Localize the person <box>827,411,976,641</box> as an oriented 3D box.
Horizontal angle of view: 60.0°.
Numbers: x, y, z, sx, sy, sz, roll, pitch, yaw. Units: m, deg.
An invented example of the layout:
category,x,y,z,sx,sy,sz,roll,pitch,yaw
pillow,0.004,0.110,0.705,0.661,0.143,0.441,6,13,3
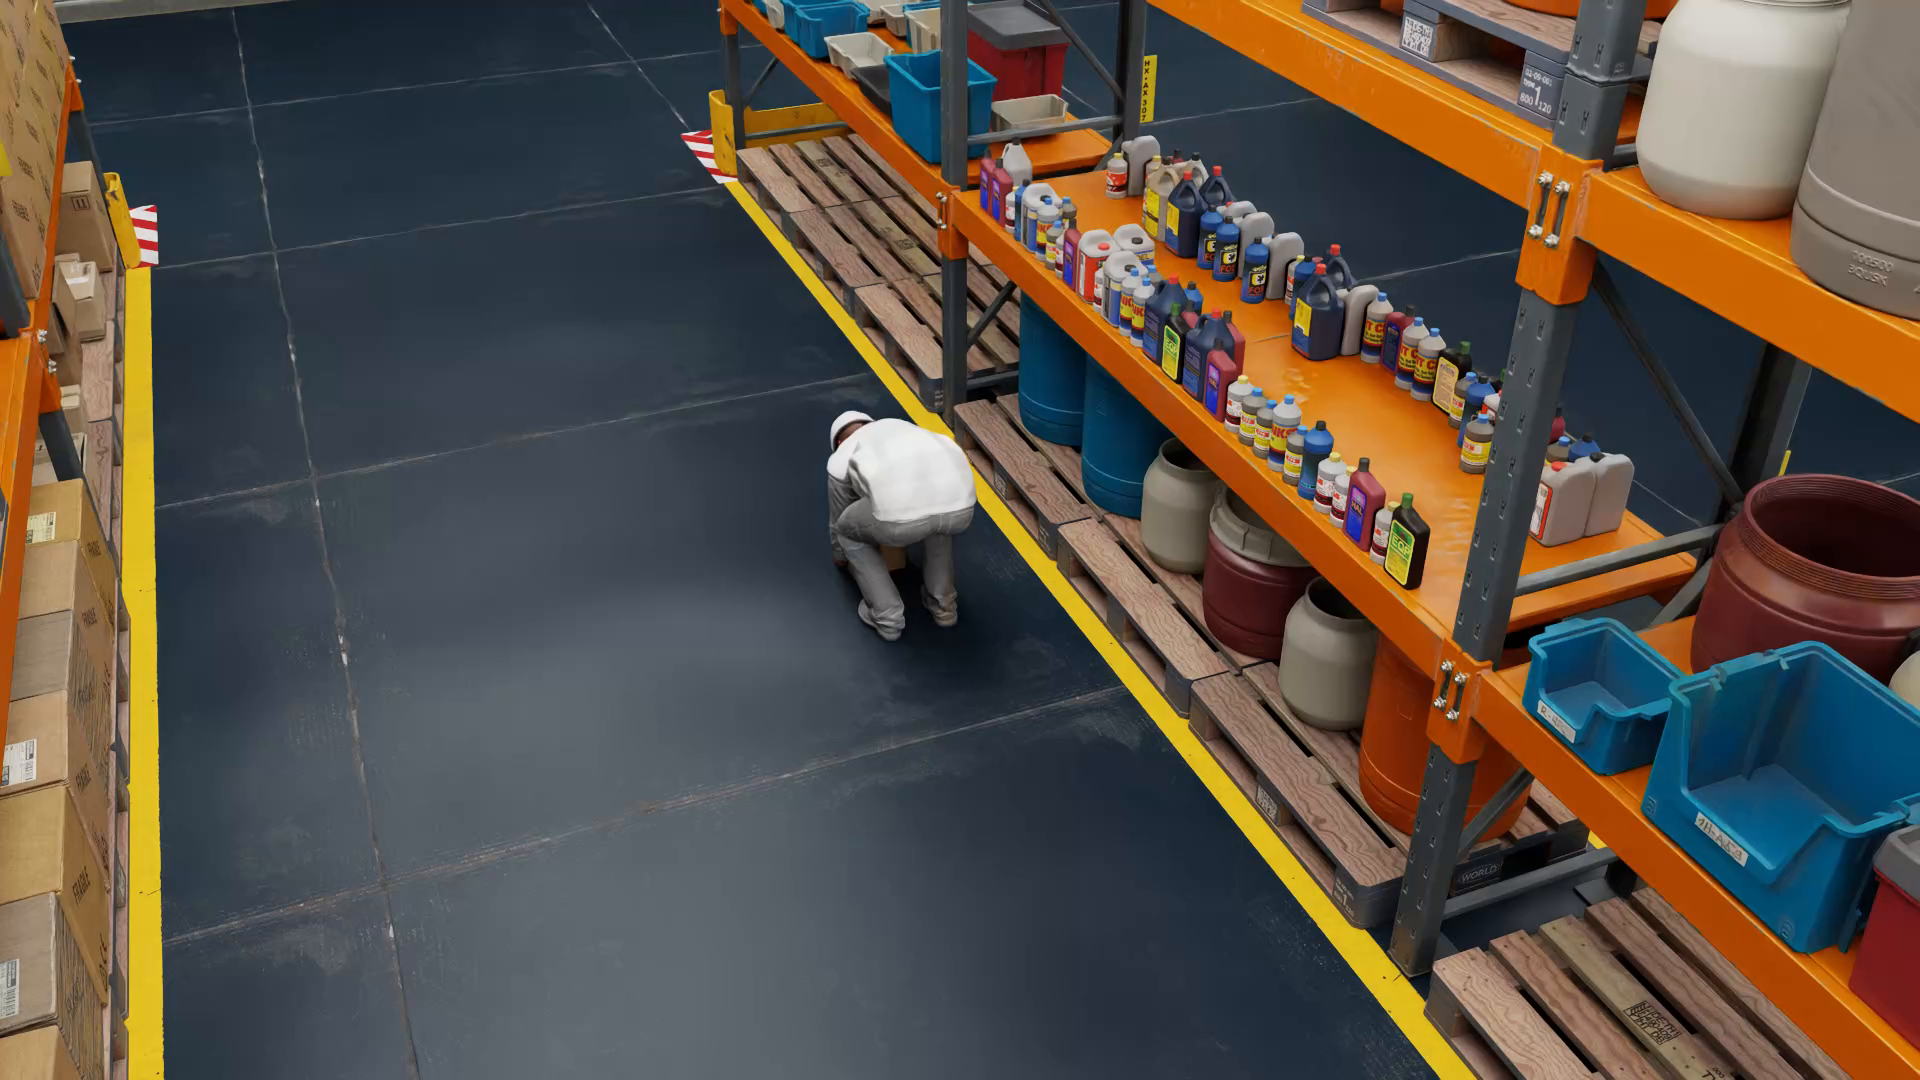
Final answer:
category,x,y,z,sx,sy,sz,roll,pitch,yaw
person,-0.299,-0.133,7.115,0.519,0.915,1.000,-14,36,-21
